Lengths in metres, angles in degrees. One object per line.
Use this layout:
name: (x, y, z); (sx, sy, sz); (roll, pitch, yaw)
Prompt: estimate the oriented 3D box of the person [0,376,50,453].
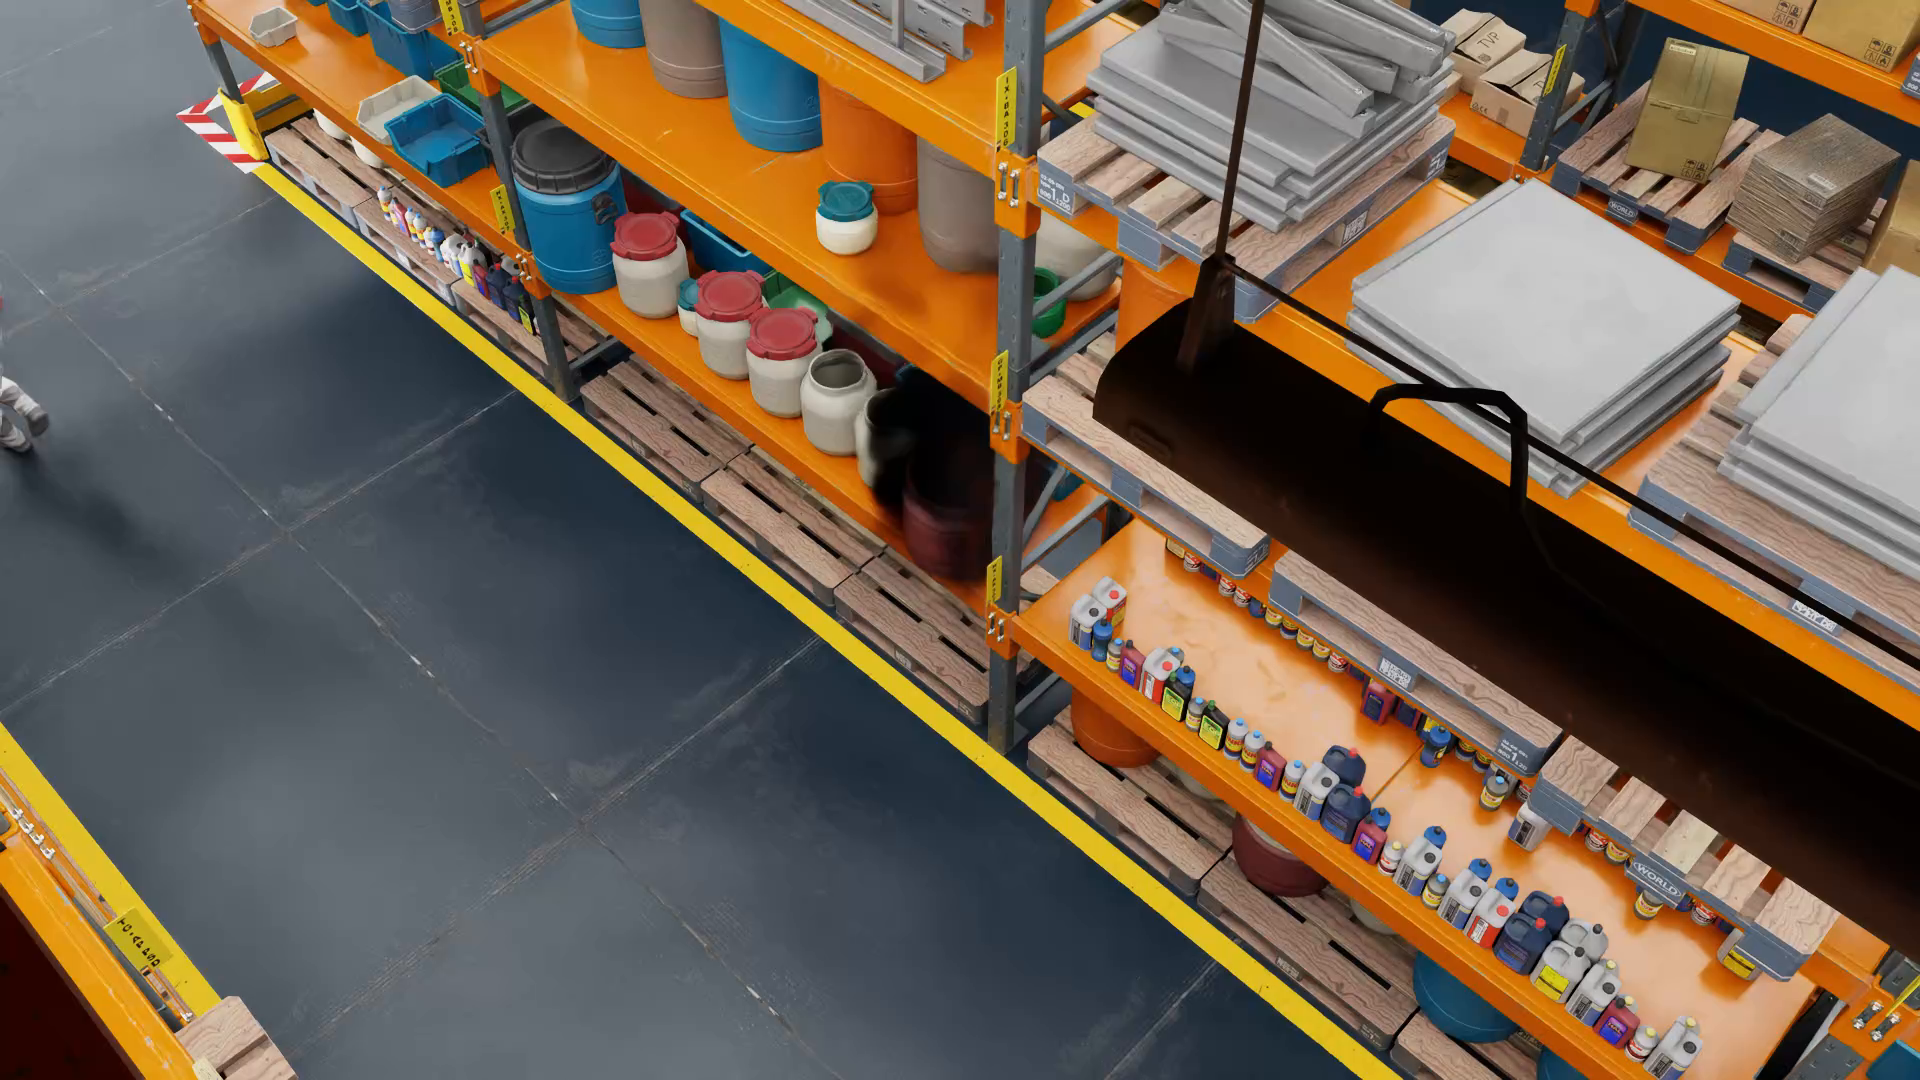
person: (-6.137, -1.148, 10.228); (0.605, 1.743, 0.657); (25, 54, 19)
